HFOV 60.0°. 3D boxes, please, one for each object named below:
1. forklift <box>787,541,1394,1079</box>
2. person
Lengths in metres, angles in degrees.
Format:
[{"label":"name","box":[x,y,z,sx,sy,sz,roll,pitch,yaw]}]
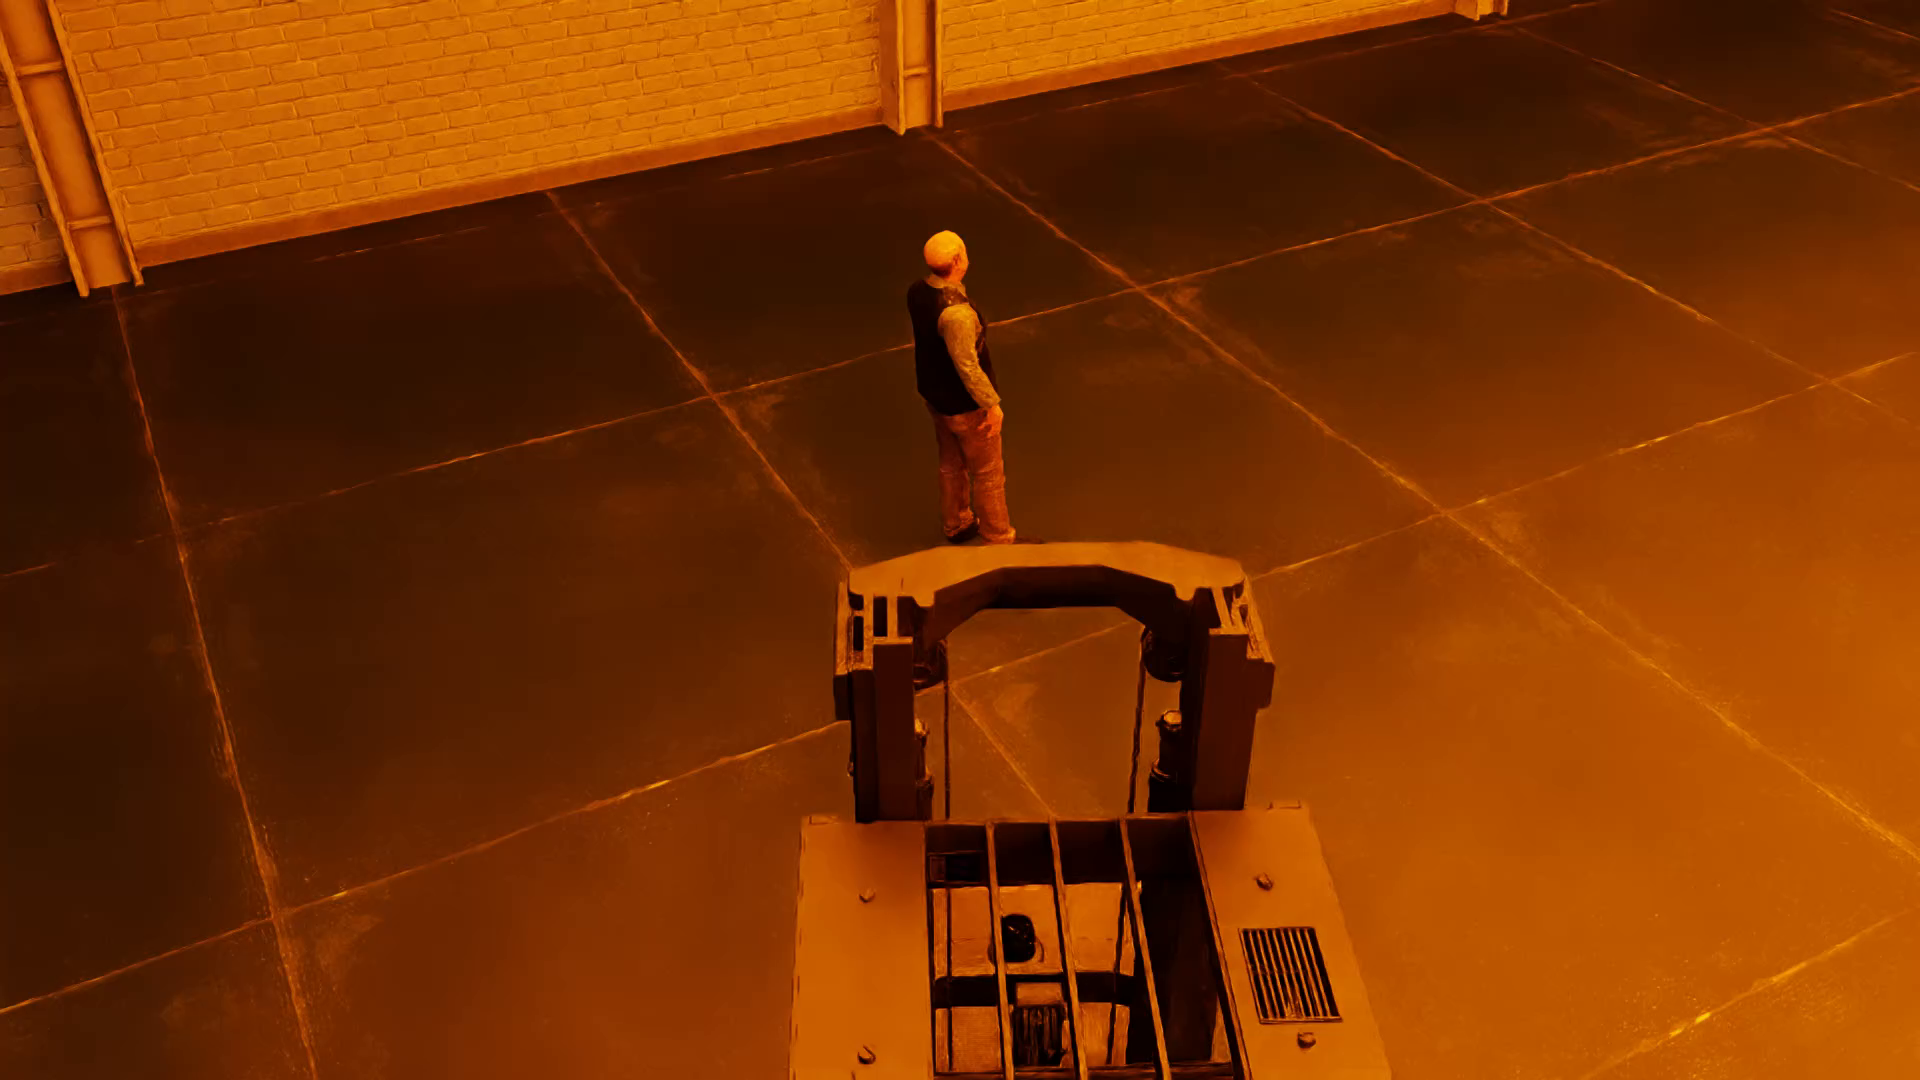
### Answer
[{"label":"forklift","box":[0.217,1.584,3.882,1.130,2.935,3.031,-1,35,-2]},{"label":"person","box":[0.059,-0.722,8.179,0.567,1.720,0.632,-17,39,-23]}]
